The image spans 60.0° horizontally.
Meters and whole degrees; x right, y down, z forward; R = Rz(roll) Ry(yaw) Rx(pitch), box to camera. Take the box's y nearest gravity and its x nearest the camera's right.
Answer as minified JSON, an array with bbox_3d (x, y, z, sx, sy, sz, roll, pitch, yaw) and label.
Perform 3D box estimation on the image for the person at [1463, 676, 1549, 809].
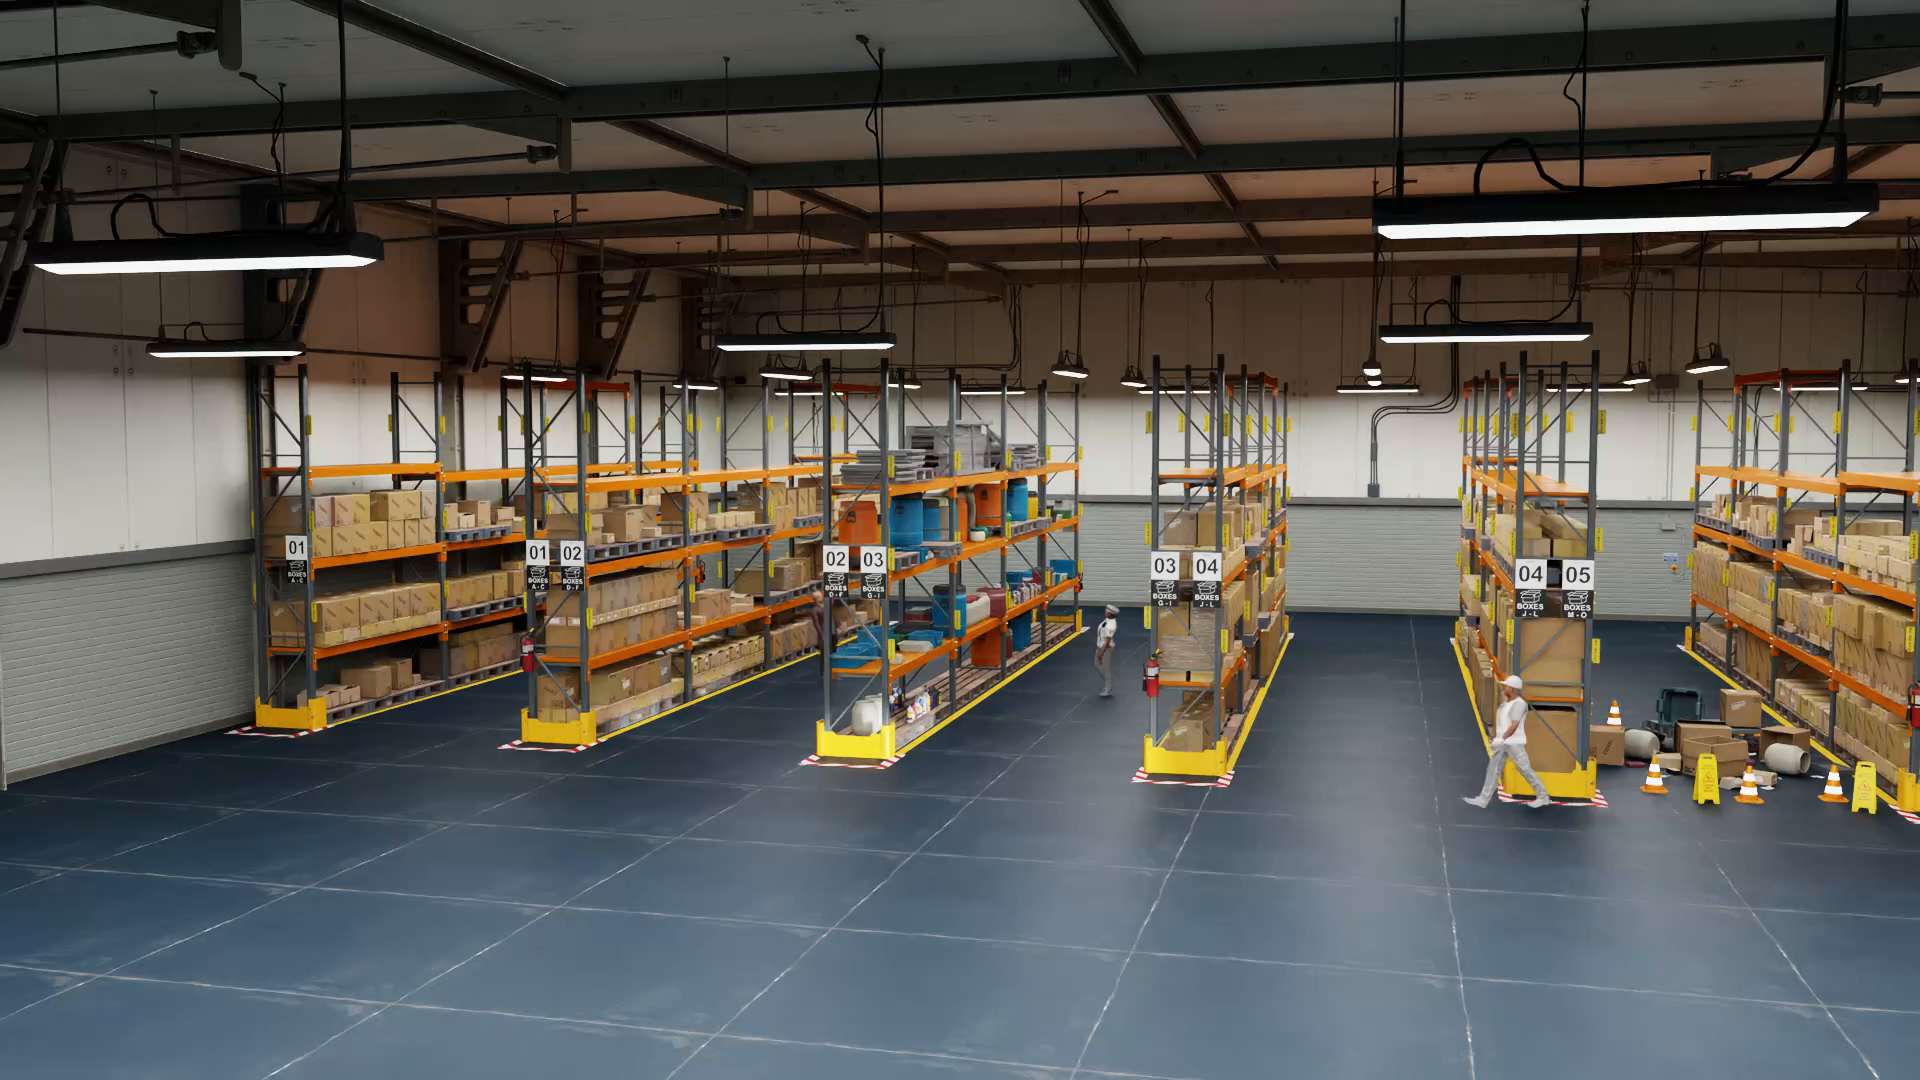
[{"bbox_3d":[7.120,2.639,21.668,1.030,1.743,0.565,-1,4,-7],"label":"person"}]

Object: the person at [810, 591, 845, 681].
[{"bbox_3d":[-2.568,1.894,32.594,0.463,1.797,0.733,3,5,37],"label":"person"}]

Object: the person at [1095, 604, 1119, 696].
[{"bbox_3d":[2.707,2.040,30.942,0.443,1.709,0.574,-1,4,-14],"label":"person"}]
